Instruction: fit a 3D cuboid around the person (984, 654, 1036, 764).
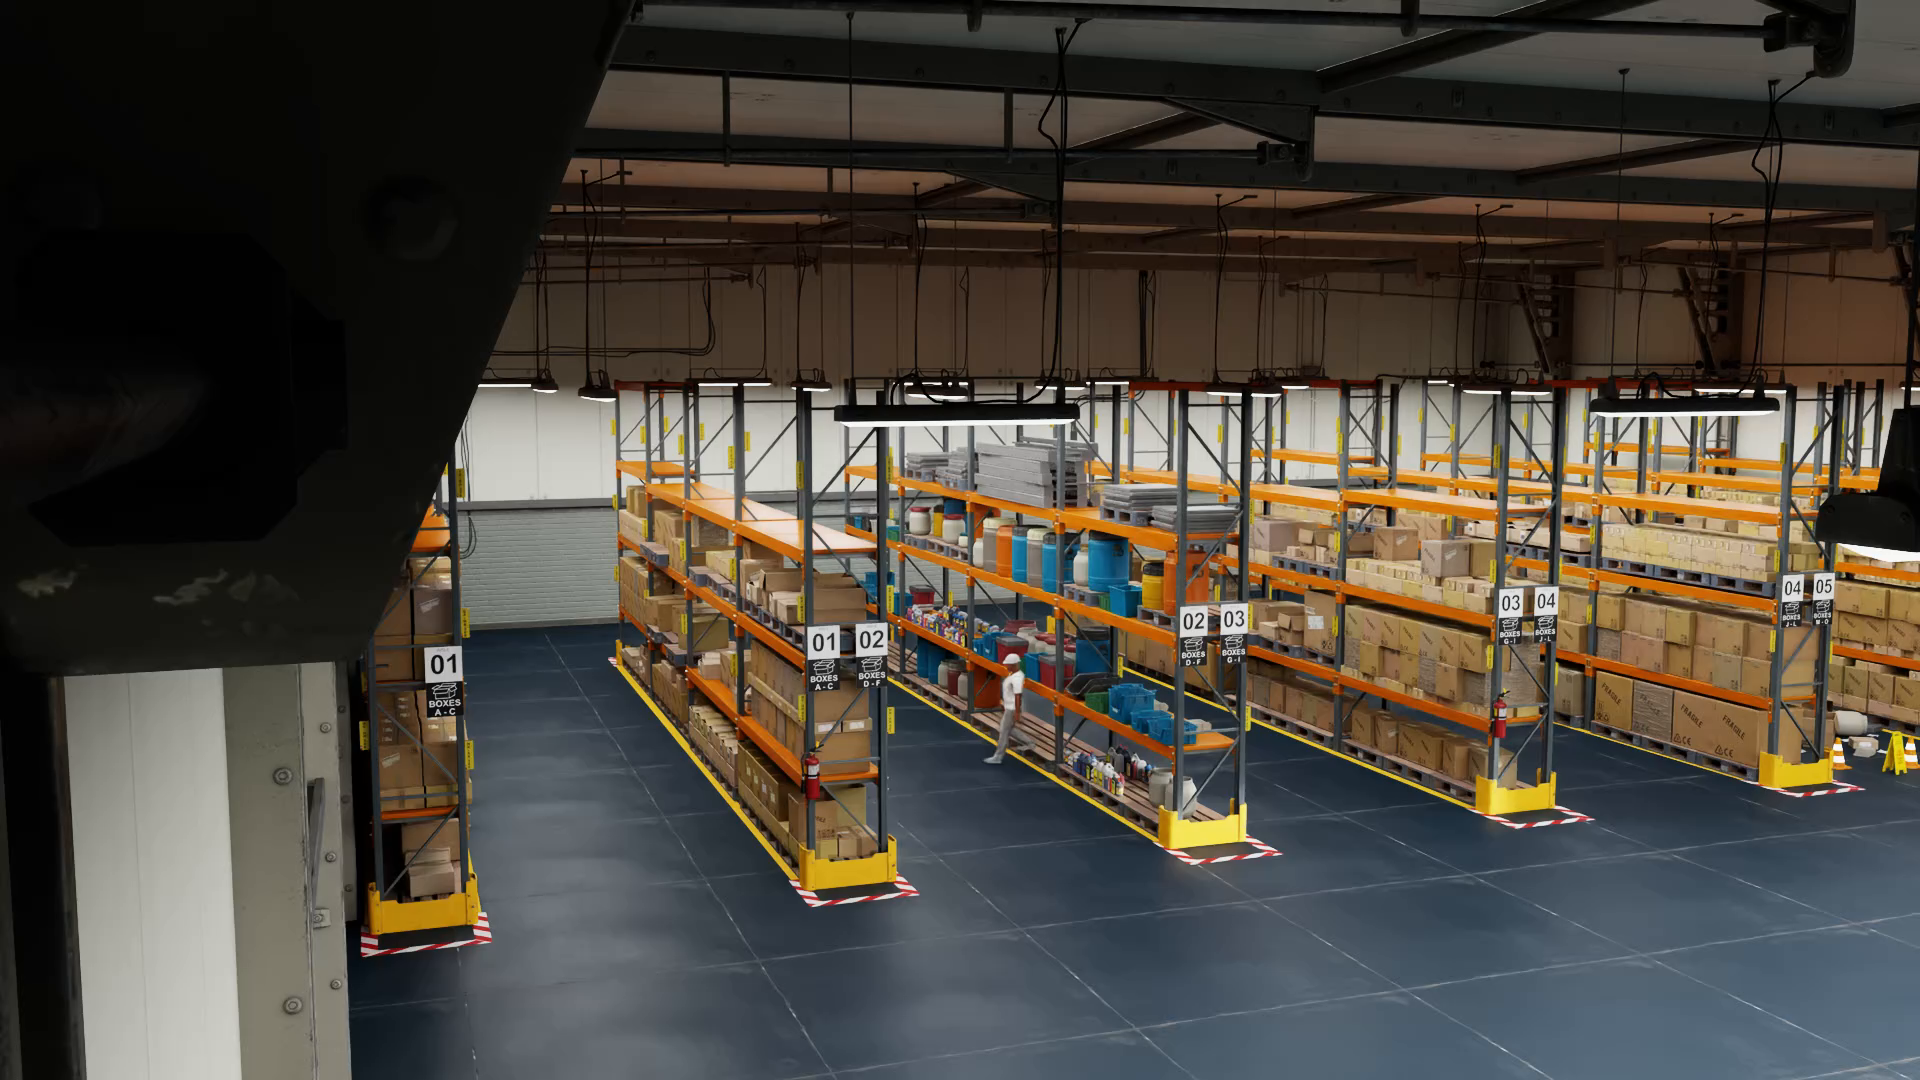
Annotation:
[{"bbox_3d":[0.801,2.669,26.412,0.801,1.752,0.622,1,6,7],"label":"person"}]
